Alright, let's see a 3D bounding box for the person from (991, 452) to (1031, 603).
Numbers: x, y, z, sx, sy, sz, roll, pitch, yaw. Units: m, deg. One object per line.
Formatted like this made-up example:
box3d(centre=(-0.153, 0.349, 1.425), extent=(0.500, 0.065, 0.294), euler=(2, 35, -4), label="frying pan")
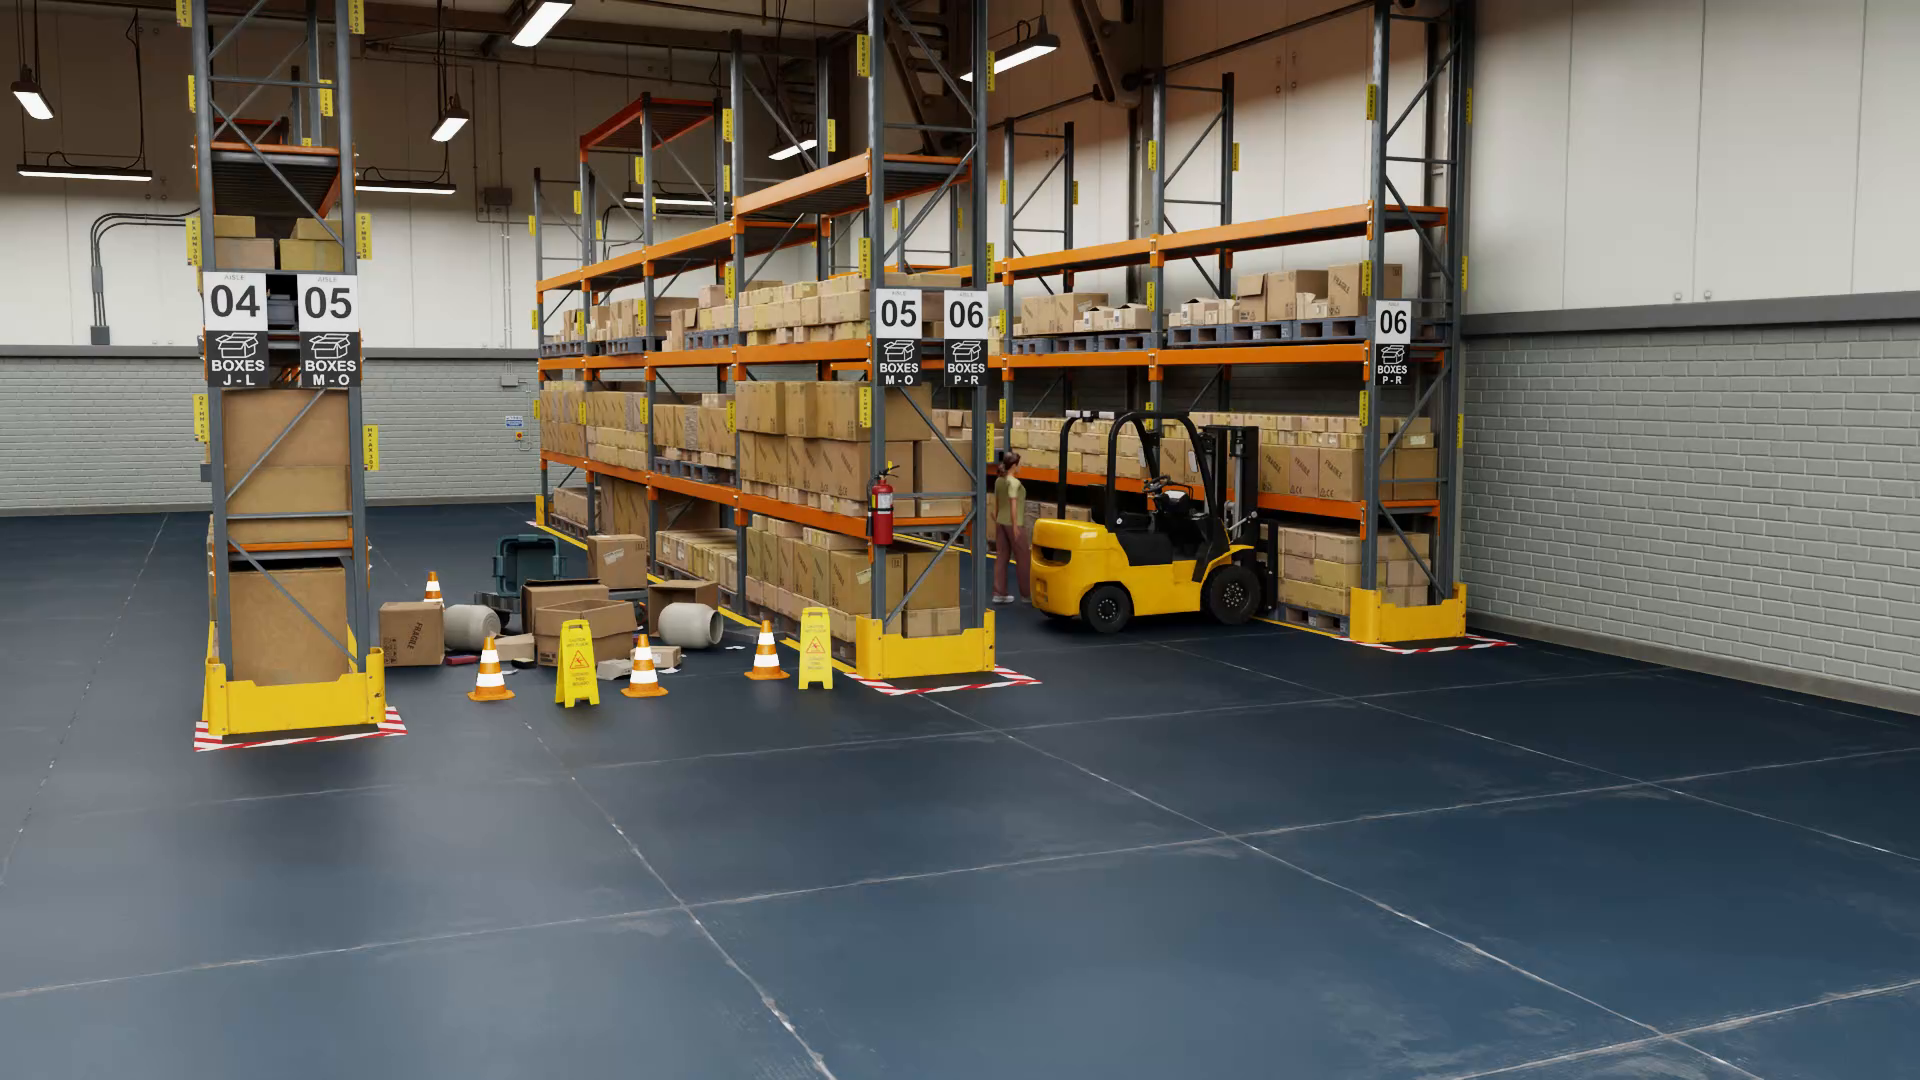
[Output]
box3d(centre=(0.626, -0.144, 18.386), extent=(0.592, 1.672, 0.457), euler=(-4, 7, -34), label="person")
